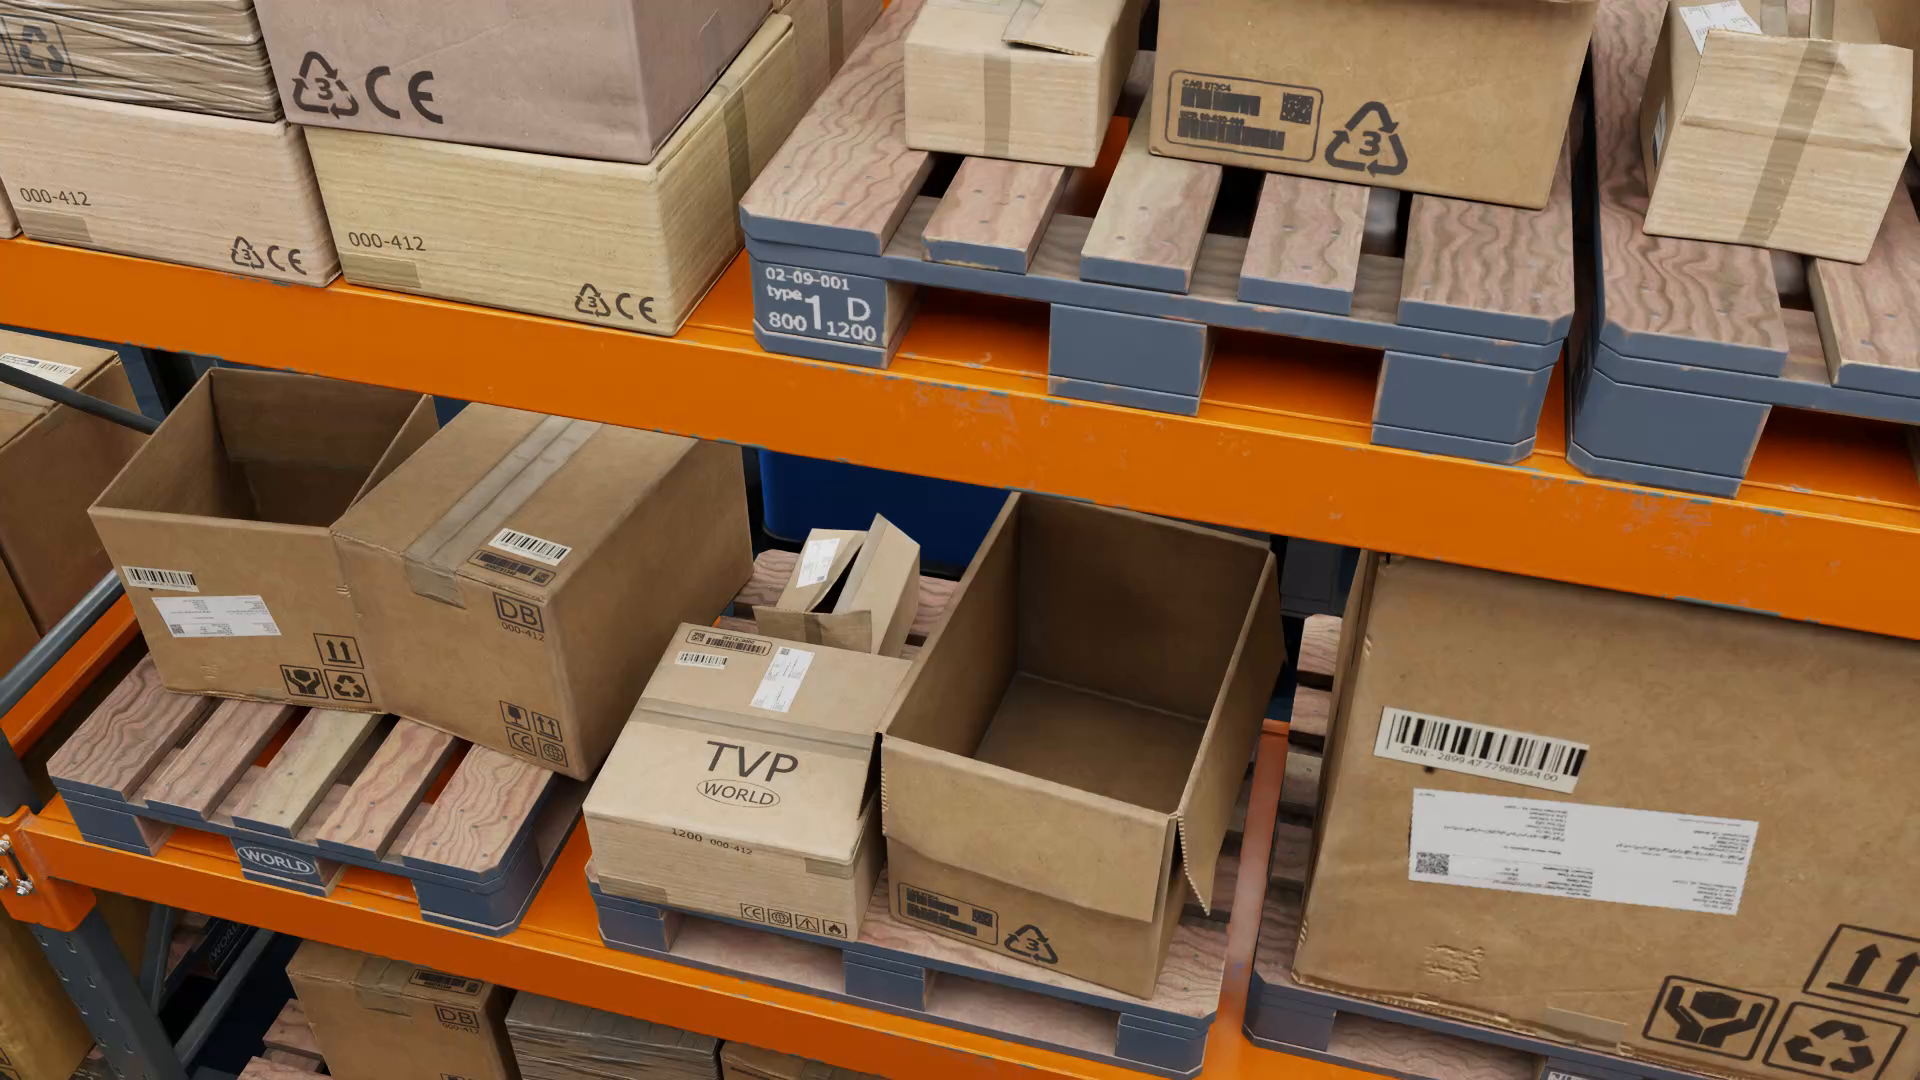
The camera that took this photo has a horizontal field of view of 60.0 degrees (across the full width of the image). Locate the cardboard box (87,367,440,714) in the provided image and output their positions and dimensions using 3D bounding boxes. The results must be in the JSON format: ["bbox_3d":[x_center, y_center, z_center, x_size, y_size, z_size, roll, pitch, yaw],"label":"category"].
[{"bbox_3d":[-1.401,-0.004,3.518,0.500,0.500,0.500,5,40,6],"label":"cardboard box"}]

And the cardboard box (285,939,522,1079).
[{"bbox_3d":[-1.281,1.018,4.307,0.500,0.500,0.700,8,41,9],"label":"cardboard box"}]

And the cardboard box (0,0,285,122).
[{"bbox_3d":[-1.057,-0.924,2.219,0.500,0.500,0.500,10,41,12],"label":"cardboard box"}]

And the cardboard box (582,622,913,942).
[{"bbox_3d":[-0.374,0.448,3.174,0.500,0.250,0.500,9,41,10],"label":"cardboard box"}]

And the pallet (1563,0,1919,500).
[{"bbox_3d":[1.362,-0.450,2.268,1.003,0.211,1.213,10,41,11],"label":"pallet"}]

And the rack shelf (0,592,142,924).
[{"bbox_3d":[-3.865,0.073,4.390,4.000,0.370,1.077,10,41,11],"label":"rack shelf"}]

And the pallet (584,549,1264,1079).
[{"bbox_3d":[-0.011,0.507,3.463,1.213,0.211,1.003,10,41,11],"label":"pallet"}]

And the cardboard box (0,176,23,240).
[{"bbox_3d":[-1.545,-0.725,2.565,0.500,0.250,0.500,10,41,12],"label":"cardboard box"}]

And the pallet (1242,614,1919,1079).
[{"bbox_3d":[1.230,0.651,3.291,1.213,0.211,1.003,10,41,11],"label":"pallet"}]

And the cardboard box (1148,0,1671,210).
[{"bbox_3d":[0.592,-0.850,2.190,0.637,0.503,0.797,11,41,13],"label":"cardboard box"}]

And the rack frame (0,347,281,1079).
[{"bbox_3d":[-1.933,0.130,3.763,0.127,3.000,1.000,10,41,11],"label":"rack frame"}]

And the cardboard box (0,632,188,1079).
[{"bbox_3d":[-2.595,0.655,4.463,0.875,0.875,1.225,8,41,9],"label":"cardboard box"}]

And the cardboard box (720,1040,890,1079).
[{"bbox_3d":[-0.192,1.192,4.100,0.500,0.500,0.700,13,42,15],"label":"cardboard box"}]

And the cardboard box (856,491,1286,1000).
[{"bbox_3d":[0.232,0.364,3.077,0.637,0.503,0.797,14,42,16],"label":"cardboard box"}]

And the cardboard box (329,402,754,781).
[{"bbox_3d":[-0.836,0.027,3.482,0.500,0.500,0.700,16,42,18],"label":"cardboard box"}]

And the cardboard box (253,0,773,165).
[{"bbox_3d":[-0.569,-0.844,2.124,0.500,0.500,0.500,9,41,10],"label":"cardboard box"}]

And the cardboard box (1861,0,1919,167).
[{"bbox_3d":[1.502,-0.694,2.004,0.637,0.503,0.797,8,41,9],"label":"cardboard box"}]

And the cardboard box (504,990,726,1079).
[{"bbox_3d":[-0.742,1.102,4.207,0.500,0.500,0.700,7,40,8],"label":"cardboard box"}]

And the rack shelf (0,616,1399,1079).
[{"bbox_3d":[-0.001,0.738,3.598,4.000,0.370,1.077,10,41,11],"label":"rack shelf"}]

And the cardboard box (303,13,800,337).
[{"bbox_3d":[-0.550,-0.560,2.368,0.500,0.250,0.500,11,41,12],"label":"cardboard box"}]

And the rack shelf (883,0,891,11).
[{"bbox_3d":[1.378,-2.327,7.247,4.000,0.370,1.077,10,41,11],"label":"rack shelf"}]

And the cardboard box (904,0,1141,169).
[{"bbox_3d":[0.094,-0.674,2.243,0.250,0.166,0.380,9,41,10],"label":"cardboard box"}]

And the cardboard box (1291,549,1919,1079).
[{"bbox_3d":[1.199,0.186,2.904,1.000,1.000,1.000,10,41,12],"label":"cardboard box"}]

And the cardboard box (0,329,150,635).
[{"bbox_3d":[-2.333,-0.158,4.028,0.500,0.500,0.500,11,41,13],"label":"cardboard box"}]

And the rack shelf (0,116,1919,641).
[{"bbox_3d":[-0.001,-0.411,2.633,4.000,0.370,1.077,10,41,11],"label":"rack shelf"}]

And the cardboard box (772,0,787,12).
[{"bbox_3d":[-0.435,-1.154,2.493,0.500,0.500,0.500,10,41,12],"label":"cardboard box"}]

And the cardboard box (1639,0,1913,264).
[{"bbox_3d":[0.997,-0.557,2.026,0.258,0.266,0.396,11,41,13],"label":"cardboard box"}]

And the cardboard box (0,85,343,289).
[{"bbox_3d":[-1.049,-0.639,2.463,0.500,0.250,0.500,11,41,12],"label":"cardboard box"}]

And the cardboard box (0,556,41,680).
[{"bbox_3d":[-2.474,0.164,3.645,0.500,0.500,0.500,11,41,13],"label":"cardboard box"}]

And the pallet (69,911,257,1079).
[{"bbox_3d":[-2.676,1.020,4.871,1.213,0.211,1.003,10,41,11],"label":"pallet"}]

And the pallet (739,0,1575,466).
[{"bbox_3d":[0.359,-0.621,2.471,1.003,0.211,1.213,10,41,11],"label":"pallet"}]

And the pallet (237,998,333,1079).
[{"bbox_3d":[-1.179,1.329,4.504,1.213,0.211,1.003,10,41,11],"label":"pallet"}]

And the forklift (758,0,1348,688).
[{"bbox_3d":[0.875,-0.994,5.155,3.031,2.935,1.130,9,41,11],"label":"forklift"}]

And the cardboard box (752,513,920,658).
[{"bbox_3d":[-0.253,0.130,3.540,0.258,0.266,0.396,9,41,10],"label":"cardboard box"}]

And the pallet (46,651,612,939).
[{"bbox_3d":[-1.217,0.256,3.762,1.003,0.211,1.213,10,41,11],"label":"pallet"}]

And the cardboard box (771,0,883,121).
[{"bbox_3d":[-0.444,-0.875,2.744,0.500,0.250,0.500,11,41,13],"label":"cardboard box"}]
